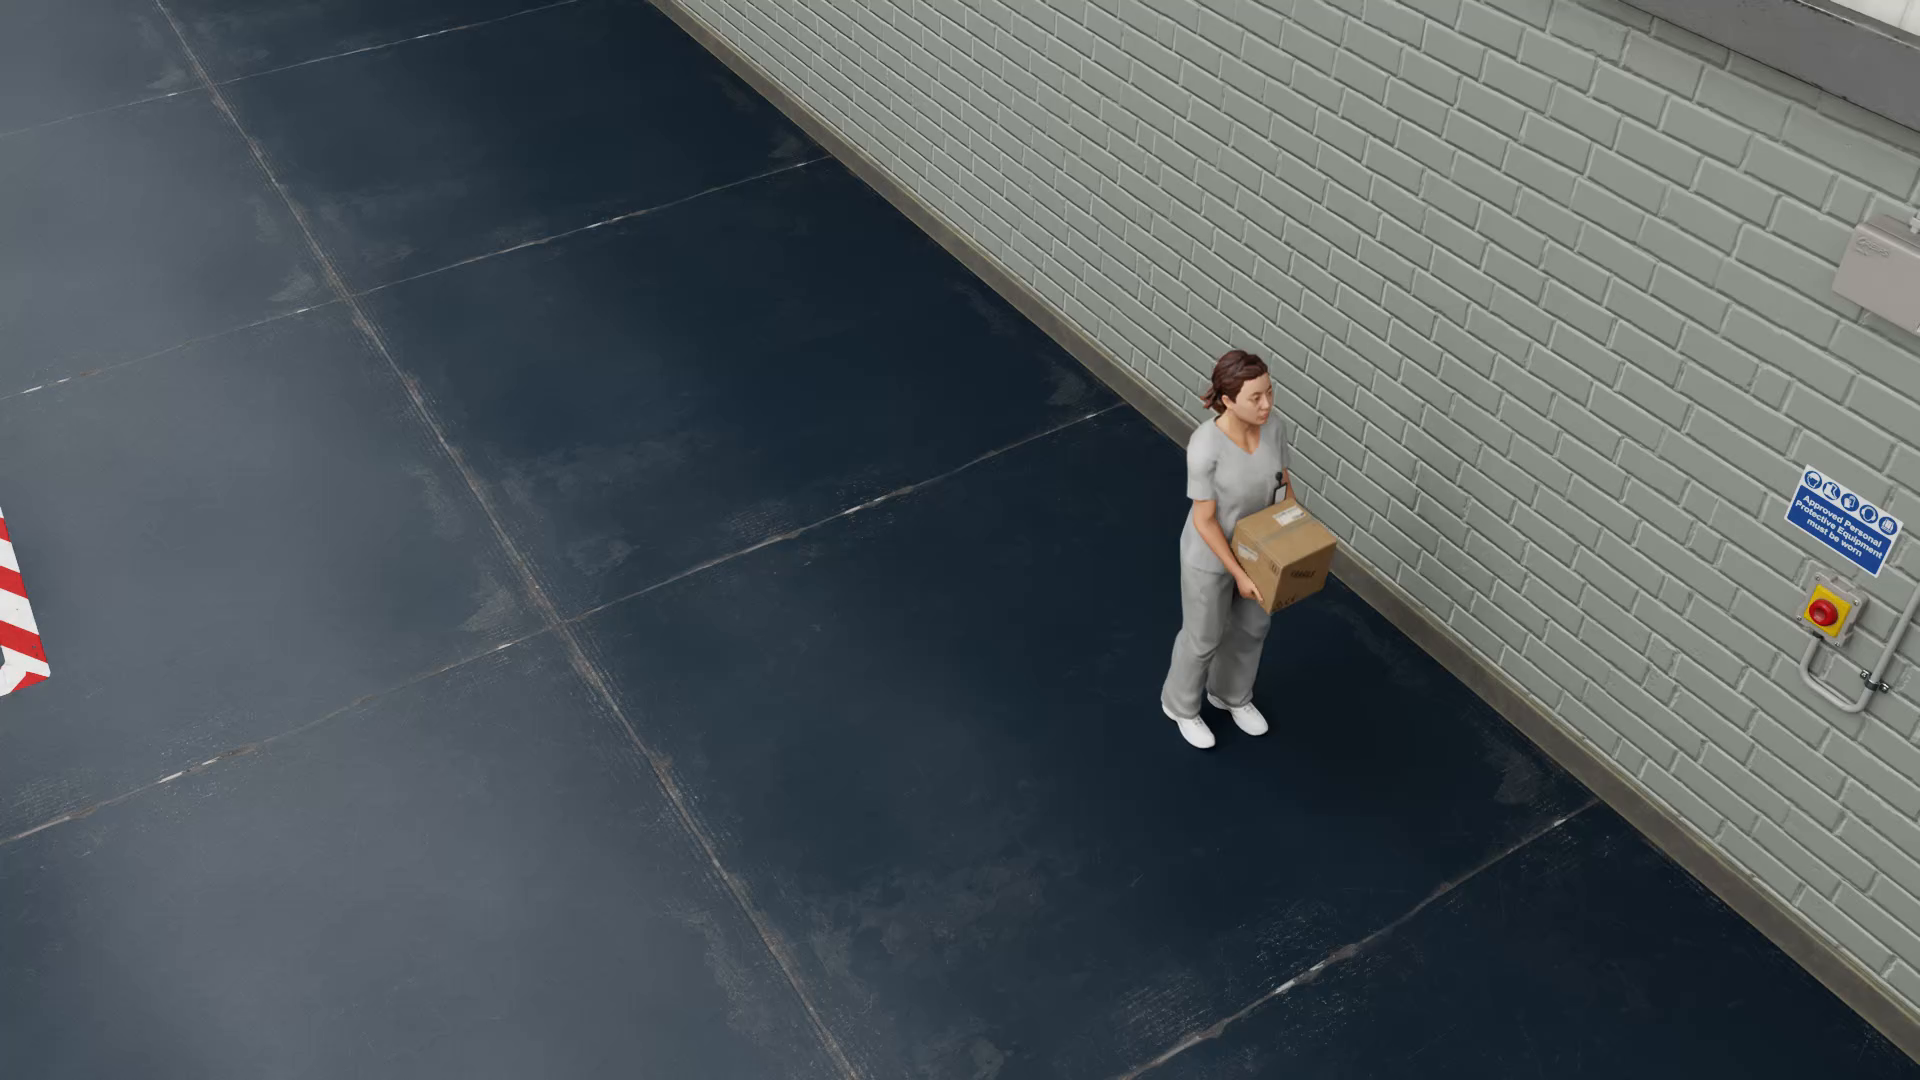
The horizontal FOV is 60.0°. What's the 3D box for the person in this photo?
[{"bbox_3d":[1.028,0.083,6.067,0.447,1.667,0.535,-23,46,-24],"label":"person"}]
